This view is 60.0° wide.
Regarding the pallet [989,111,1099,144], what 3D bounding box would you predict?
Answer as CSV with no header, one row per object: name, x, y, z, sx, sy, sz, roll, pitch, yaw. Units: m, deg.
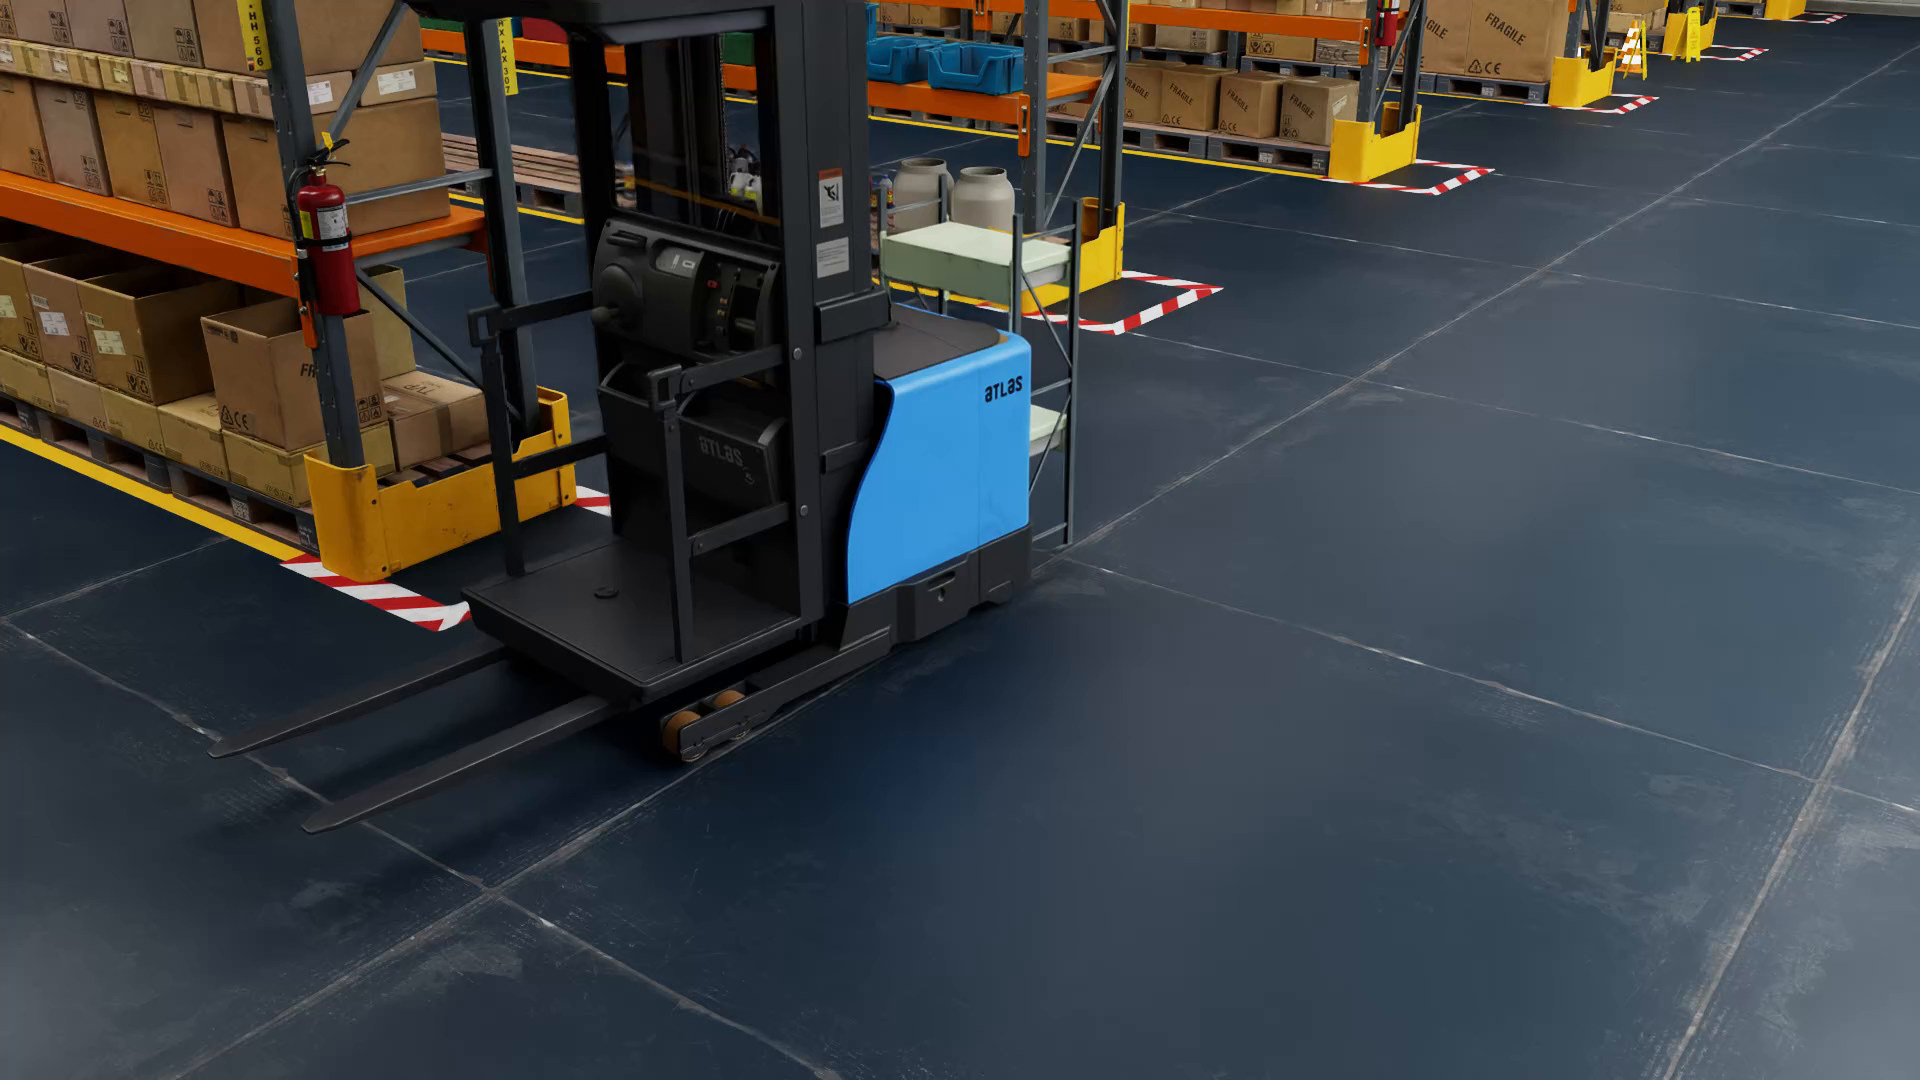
pallet,1.055,-4.156,16.421,1.213,0.211,1.003,17,29,33

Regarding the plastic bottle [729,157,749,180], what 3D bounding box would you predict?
plastic bottle,-1.701,-2.777,12.665,0.135,0.276,0.152,17,29,33

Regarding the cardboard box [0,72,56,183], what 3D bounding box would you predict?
cardboard box,-4.264,-2.081,8.128,0.500,0.500,0.700,17,29,34

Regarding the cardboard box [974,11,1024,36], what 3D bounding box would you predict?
cardboard box,0.784,-7.113,21.942,0.750,0.750,1.050,16,29,33

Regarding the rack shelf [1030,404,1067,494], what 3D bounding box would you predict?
rack shelf,0.073,-0.411,7.131,0.720,0.370,0.431,20,31,38

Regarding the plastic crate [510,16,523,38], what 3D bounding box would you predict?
plastic crate,-3.544,-4.144,12.956,0.575,0.384,0.392,17,29,33

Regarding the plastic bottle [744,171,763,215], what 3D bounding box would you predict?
plastic bottle,-1.437,-2.452,11.834,0.185,0.351,0.144,18,30,35

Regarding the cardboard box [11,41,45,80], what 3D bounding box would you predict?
cardboard box,-4.108,-2.230,7.662,0.250,0.149,0.380,17,29,33

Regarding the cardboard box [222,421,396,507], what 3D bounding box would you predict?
cardboard box,-2.854,-0.389,7.302,0.500,0.250,0.500,17,29,33

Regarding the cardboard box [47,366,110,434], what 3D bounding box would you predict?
cardboard box,-4.061,-0.748,8.117,0.500,0.250,0.500,17,29,33

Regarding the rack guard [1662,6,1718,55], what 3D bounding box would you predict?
rack guard,9.580,-6.688,21.809,0.348,0.500,1.175,17,29,33

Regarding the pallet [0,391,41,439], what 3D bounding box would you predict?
pallet,-4.837,-0.906,9.045,1.213,0.211,1.003,17,29,33

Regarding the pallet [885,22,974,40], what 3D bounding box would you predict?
pallet,-0.273,-7.040,22.966,1.213,0.211,1.003,17,29,33

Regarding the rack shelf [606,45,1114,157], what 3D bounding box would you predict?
rack shelf,-0.874,-3.172,11.622,4.000,0.370,1.077,17,29,33

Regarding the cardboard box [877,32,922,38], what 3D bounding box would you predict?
cardboard box,-0.801,-5.053,17.552,0.500,0.500,0.700,14,27,29

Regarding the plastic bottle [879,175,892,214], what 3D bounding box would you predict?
plastic bottle,-0.538,-2.510,12.064,0.097,0.271,0.097,0,24,0

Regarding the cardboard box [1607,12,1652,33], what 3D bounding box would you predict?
cardboard box,8.813,-6.862,21.993,0.500,0.250,0.500,17,29,33

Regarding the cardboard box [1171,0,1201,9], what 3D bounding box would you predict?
cardboard box,2.082,-4.832,14.809,0.250,0.149,0.380,17,29,33

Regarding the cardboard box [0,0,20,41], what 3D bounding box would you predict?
cardboard box,-4.284,-2.679,7.877,0.500,0.500,0.700,17,29,33

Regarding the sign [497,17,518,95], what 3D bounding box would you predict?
sign,-1.910,-2.031,6.967,0.005,0.325,0.100,17,29,33

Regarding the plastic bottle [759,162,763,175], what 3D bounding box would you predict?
plastic bottle,-1.477,-2.808,12.727,0.133,0.283,0.061,19,30,37

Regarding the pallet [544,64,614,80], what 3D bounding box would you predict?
pallet,-4.262,-5.785,20.117,1.213,0.211,1.003,17,29,33

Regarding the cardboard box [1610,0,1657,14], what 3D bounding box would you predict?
cardboard box,8.843,-7.200,21.830,0.500,0.500,0.500,17,29,34

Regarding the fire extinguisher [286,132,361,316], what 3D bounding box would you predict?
fire extinguisher,-2.431,-1.207,6.365,0.183,0.674,0.296,17,29,33

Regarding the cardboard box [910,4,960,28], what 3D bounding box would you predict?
cardboard box,-0.332,-7.249,22.563,0.500,0.500,0.500,17,29,33

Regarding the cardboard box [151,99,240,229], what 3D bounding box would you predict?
cardboard box,-3.036,-1.709,7.285,0.500,0.500,0.700,18,29,35

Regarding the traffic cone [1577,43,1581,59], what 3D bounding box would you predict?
traffic cone,7.179,-5.618,19.426,0.334,0.463,0.336,17,29,33

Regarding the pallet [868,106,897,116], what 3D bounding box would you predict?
pallet,-1.108,-4.790,17.859,1.213,0.211,1.003,17,29,33

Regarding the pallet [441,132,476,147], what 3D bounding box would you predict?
pallet,-5.079,-3.477,14.879,1.213,0.211,1.003,17,29,33

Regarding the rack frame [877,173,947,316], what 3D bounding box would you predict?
rack frame,-0.197,-0.809,7.225,0.023,1.500,0.400,20,31,38

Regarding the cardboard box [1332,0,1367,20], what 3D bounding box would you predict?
cardboard box,3.345,-4.503,14.062,0.250,0.149,0.380,17,29,33

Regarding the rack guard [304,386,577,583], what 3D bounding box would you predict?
rack guard,-2.228,-0.271,7.245,0.348,0.500,1.175,17,29,33

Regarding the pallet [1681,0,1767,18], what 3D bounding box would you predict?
pallet,11.977,-8.311,25.851,1.213,0.211,1.003,17,29,33

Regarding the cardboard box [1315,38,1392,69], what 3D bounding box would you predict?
cardboard box,4.737,-5.988,19.234,0.875,0.875,0.875,17,29,34

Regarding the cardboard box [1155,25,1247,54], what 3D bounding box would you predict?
cardboard box,3.001,-6.443,20.422,0.750,0.750,1.050,17,29,33

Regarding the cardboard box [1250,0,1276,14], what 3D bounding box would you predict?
cardboard box,2.724,-4.673,14.448,0.250,0.149,0.380,17,29,33

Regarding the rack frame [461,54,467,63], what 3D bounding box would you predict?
rack frame,-5.905,-7.518,20.592,0.127,3.000,1.000,17,29,33

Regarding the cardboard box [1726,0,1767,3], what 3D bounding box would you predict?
cardboard box,12.049,-8.361,25.396,0.500,0.250,0.500,17,29,34

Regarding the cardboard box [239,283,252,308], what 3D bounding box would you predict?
cardboard box,-3.352,-1.136,8.068,0.500,0.500,0.500,17,29,33

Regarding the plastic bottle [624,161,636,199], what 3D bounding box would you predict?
plastic bottle,-2.482,-2.720,12.540,0.097,0.271,0.097,0,24,0

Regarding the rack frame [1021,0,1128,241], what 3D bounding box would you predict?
rack frame,0.726,-3.018,10.380,0.127,3.000,1.000,17,29,33

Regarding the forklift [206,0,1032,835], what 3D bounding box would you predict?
forklift,-1.083,-0.832,5.502,1.130,2.935,3.031,21,31,39

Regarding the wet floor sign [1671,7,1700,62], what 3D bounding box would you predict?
wet floor sign,9.151,-6.345,20.850,0.267,0.644,0.232,-15,28,-30

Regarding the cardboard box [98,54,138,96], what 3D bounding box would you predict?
cardboard box,-3.493,-2.044,7.240,0.250,0.149,0.380,18,29,35

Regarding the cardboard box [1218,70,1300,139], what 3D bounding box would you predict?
cardboard box,2.708,-3.954,15.084,0.500,0.500,0.500,-17,29,-34

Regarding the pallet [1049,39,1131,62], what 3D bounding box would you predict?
pallet,1.909,-6.340,21.378,1.213,0.211,1.003,17,29,33

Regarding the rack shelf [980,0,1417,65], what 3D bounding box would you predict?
rack shelf,2.097,-4.770,15.249,4.000,0.370,1.077,17,29,33

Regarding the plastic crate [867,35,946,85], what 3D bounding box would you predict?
plastic crate,-0.370,-3.133,10.826,0.408,0.251,0.499,17,29,33

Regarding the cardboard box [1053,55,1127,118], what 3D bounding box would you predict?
cardboard box,1.255,-4.386,16.063,0.500,0.500,0.500,-16,28,-31

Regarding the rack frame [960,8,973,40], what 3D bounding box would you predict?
rack frame,0.351,-8.126,21.974,0.127,3.000,1.000,17,29,33

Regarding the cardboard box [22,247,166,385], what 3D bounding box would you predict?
cardboard box,-4.063,-1.090,7.963,0.500,0.500,0.500,17,29,33

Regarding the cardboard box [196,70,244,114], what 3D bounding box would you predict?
cardboard box,-2.878,-1.857,6.816,0.250,0.149,0.380,18,29,35

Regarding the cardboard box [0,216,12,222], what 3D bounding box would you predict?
cardboard box,-5.265,-1.452,8.784,0.500,0.500,0.500,17,29,33

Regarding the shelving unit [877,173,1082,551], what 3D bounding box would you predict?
shelving unit,0.073,-0.709,7.000,0.755,1.500,0.431,20,31,38

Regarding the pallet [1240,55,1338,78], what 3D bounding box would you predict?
pallet,4.113,-5.674,19.866,1.213,0.211,1.003,17,29,33

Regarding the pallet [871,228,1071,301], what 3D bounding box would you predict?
pallet,-0.009,-1.943,11.399,1.213,0.211,1.003,17,29,33

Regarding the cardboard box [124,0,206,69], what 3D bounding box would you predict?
cardboard box,-3.080,-2.315,7.052,0.500,0.500,0.700,16,28,32
